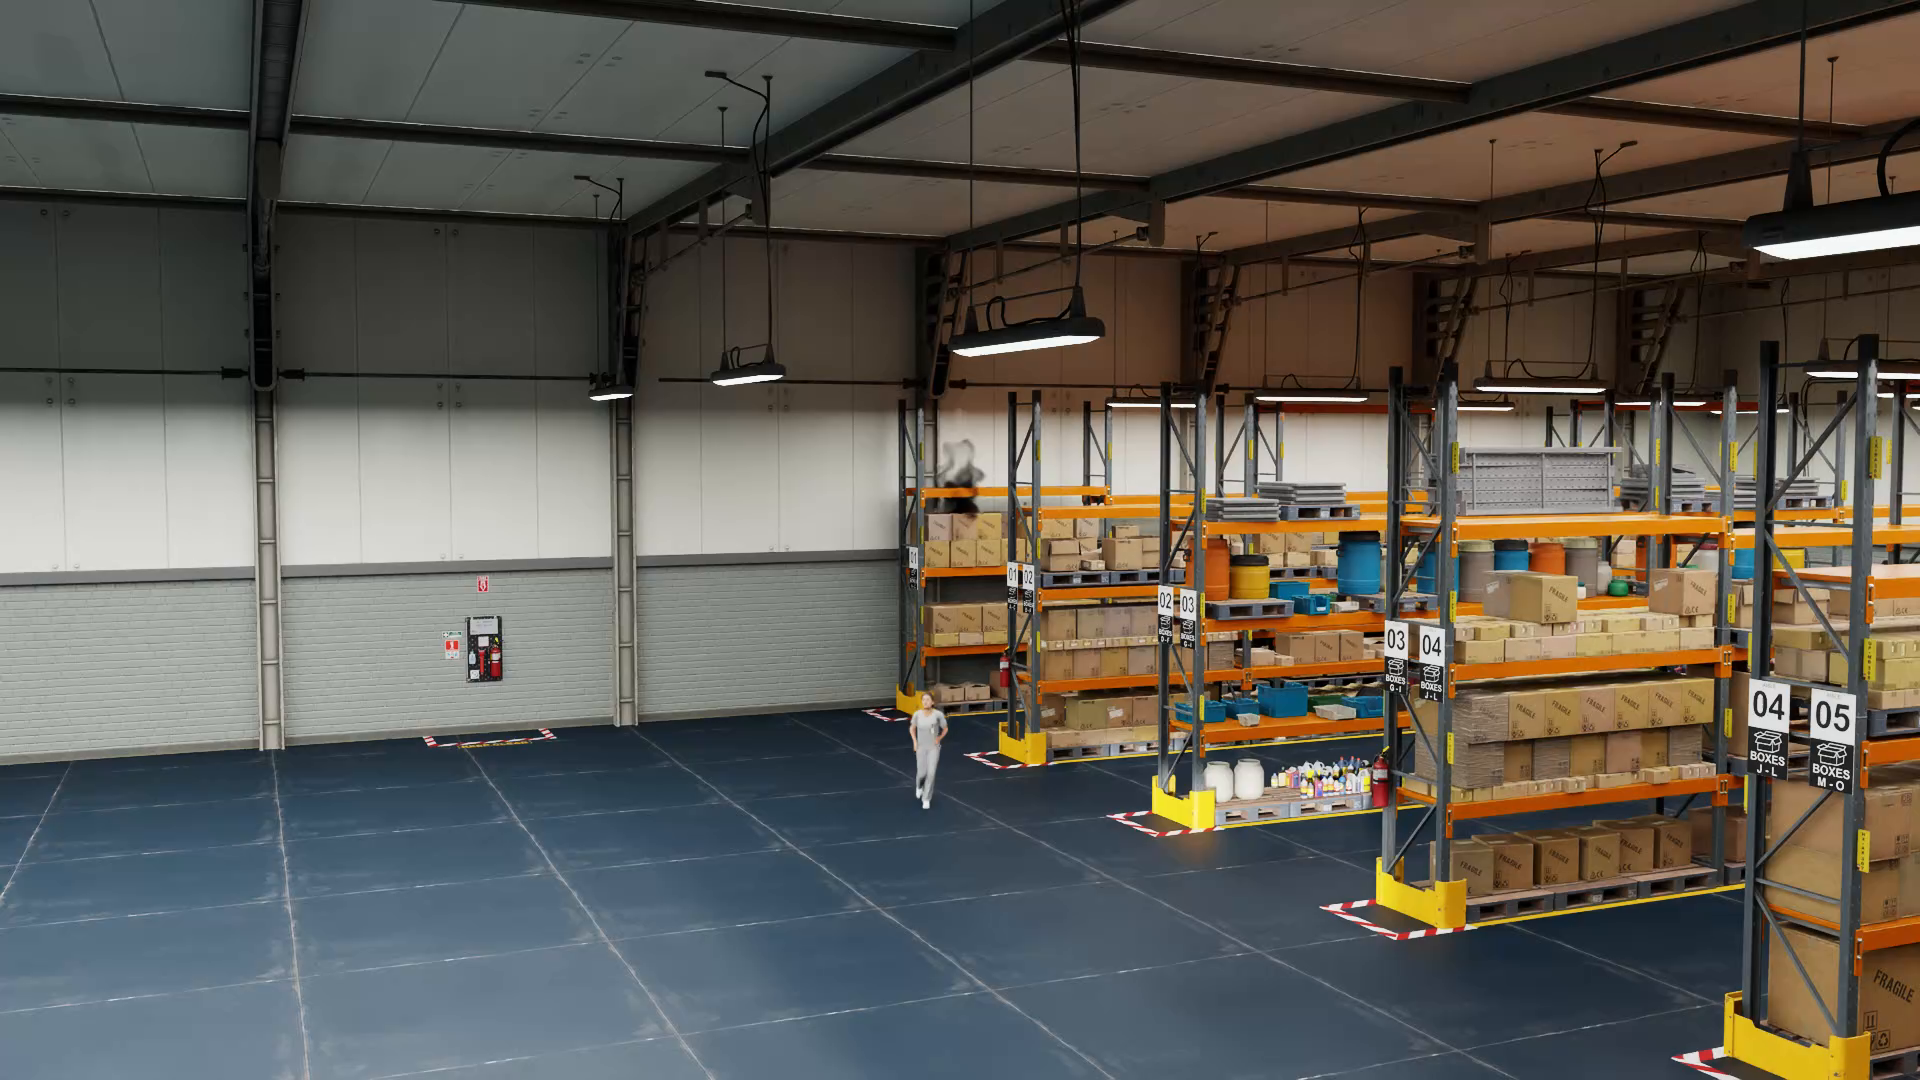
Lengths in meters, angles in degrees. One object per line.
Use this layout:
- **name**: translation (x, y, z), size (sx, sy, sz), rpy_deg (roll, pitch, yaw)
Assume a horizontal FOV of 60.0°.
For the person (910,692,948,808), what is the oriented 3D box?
- **person**: translation (-0.442, 2.972, 23.600), size (0.557, 1.638, 0.593), rpy_deg (0, 3, 3)
